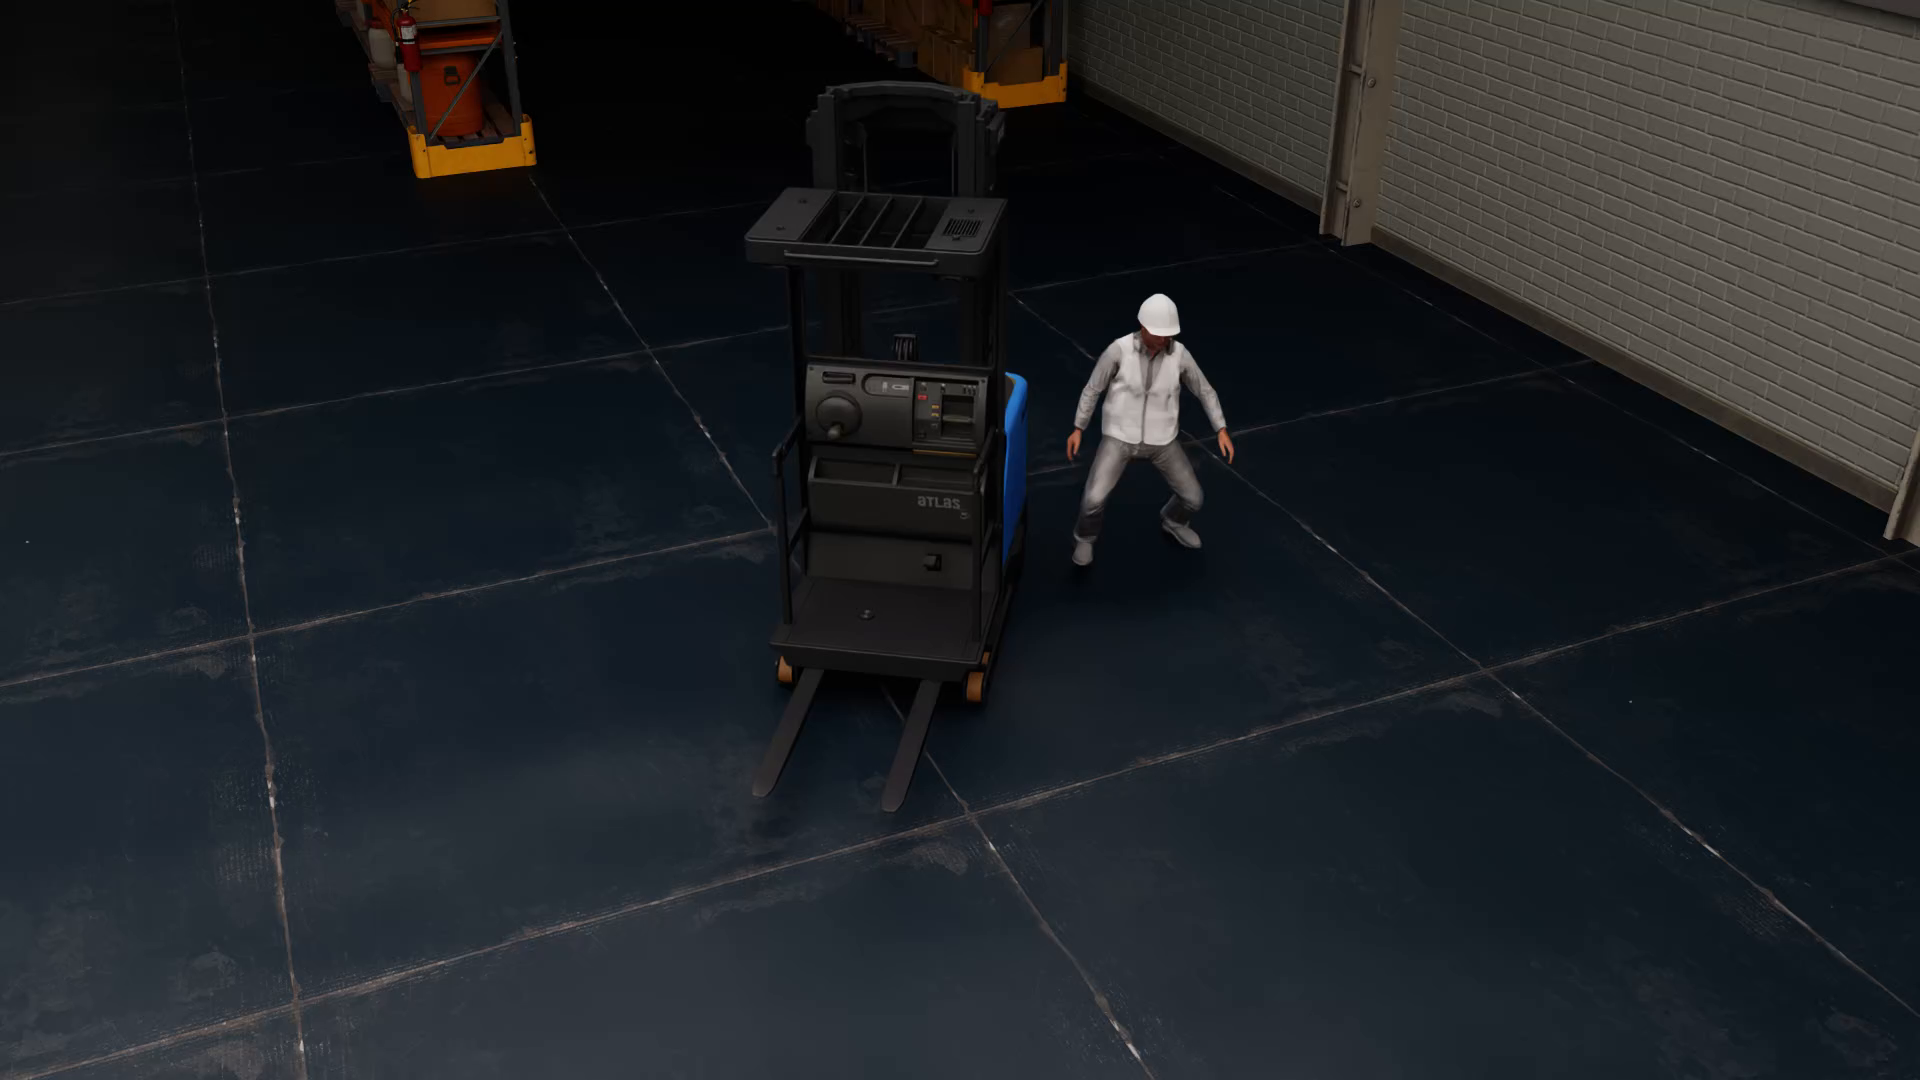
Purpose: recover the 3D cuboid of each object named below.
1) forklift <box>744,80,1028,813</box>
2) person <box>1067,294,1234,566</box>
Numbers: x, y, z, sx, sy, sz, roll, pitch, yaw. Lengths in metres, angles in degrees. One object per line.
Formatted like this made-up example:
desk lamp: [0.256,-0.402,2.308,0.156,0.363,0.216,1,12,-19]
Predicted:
forklift: [-0.358,-0.624,8.211,1.130,2.935,3.031,5,30,9]
person: [1.076,-0.610,9.471,0.937,1.646,0.677,0,30,-1]
